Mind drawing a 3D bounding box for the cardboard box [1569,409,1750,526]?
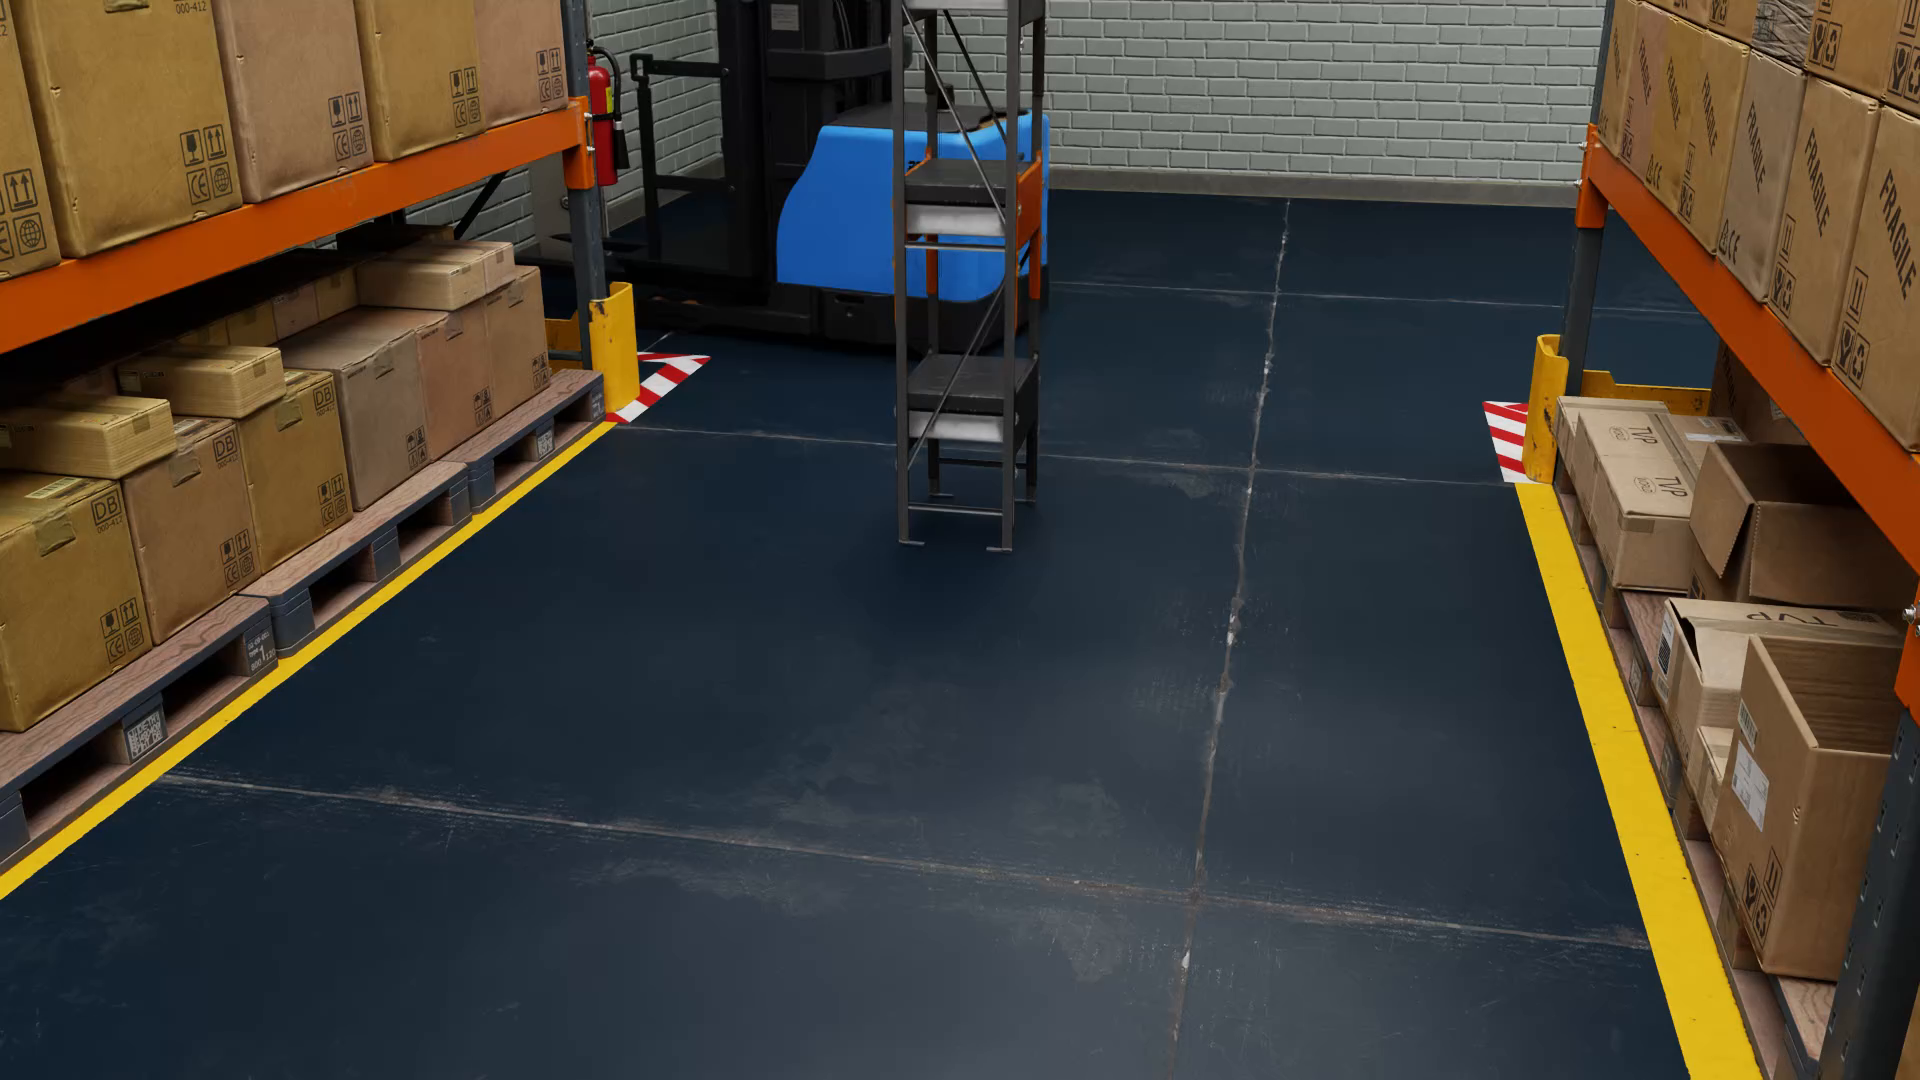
[{"bbox_3d":[2.322,-0.226,5.491,0.500,0.250,0.500,4,22,11],"label":"cardboard box"}]

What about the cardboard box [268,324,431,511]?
[{"bbox_3d":[-2.286,-0.438,5.711,0.700,0.500,0.500,4,22,9],"label":"cardboard box"}]

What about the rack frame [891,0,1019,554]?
[{"bbox_3d":[-0.016,-0.945,5.390,0.400,2.100,0.015,4,22,11],"label":"rack frame"}]

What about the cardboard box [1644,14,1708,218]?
[{"bbox_3d":[2.259,-1.189,4.658,0.500,0.500,0.500,4,22,11],"label":"cardboard box"}]

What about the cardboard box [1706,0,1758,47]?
[{"bbox_3d":[2.155,-1.465,4.005,0.500,0.500,0.500,4,22,10],"label":"cardboard box"}]

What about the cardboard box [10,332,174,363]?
[{"bbox_3d":[-2.613,-0.516,5.036,0.380,0.149,0.250,5,22,11],"label":"cardboard box"}]

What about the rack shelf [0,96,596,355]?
[{"bbox_3d":[-2.445,-0.969,5.207,1.077,0.370,4.000,4,22,11],"label":"rack shelf"}]

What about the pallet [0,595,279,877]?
[{"bbox_3d":[-2.622,0.450,4.453,1.003,0.211,1.213,4,22,11],"label":"pallet"}]

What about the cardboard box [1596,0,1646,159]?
[{"bbox_3d":[2.464,-1.562,5.582,0.500,0.500,0.500,5,22,12],"label":"cardboard box"}]

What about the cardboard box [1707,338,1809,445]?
[{"bbox_3d":[2.943,-0.484,5.798,0.500,0.500,0.500,4,22,11],"label":"cardboard box"}]

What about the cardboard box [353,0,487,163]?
[{"bbox_3d":[-2.269,-1.719,5.704,0.980,0.700,0.700,4,22,10],"label":"cardboard box"}]

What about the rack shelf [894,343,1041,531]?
[{"bbox_3d":[0.034,-0.373,5.878,0.431,0.518,0.480,4,22,11],"label":"rack shelf"}]

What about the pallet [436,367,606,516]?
[{"bbox_3d":[-2.124,-0.442,6.668,1.003,0.211,1.213,4,22,11],"label":"pallet"}]

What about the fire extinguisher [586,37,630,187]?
[{"bbox_3d":[-1.555,-1.845,7.022,0.296,0.674,0.183,4,22,11],"label":"fire extinguisher"}]

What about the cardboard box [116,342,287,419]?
[{"bbox_3d":[-2.246,-0.475,4.933,0.380,0.149,0.250,4,22,9],"label":"cardboard box"}]

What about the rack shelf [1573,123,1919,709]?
[{"bbox_3d":[2.405,-0.592,4.272,1.077,0.370,4.000,4,22,11],"label":"rack shelf"}]

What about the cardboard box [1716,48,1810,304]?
[{"bbox_3d":[2.054,-0.820,3.741,0.500,0.500,0.500,5,22,12],"label":"cardboard box"}]

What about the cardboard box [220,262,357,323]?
[{"bbox_3d":[-2.407,-0.891,5.965,0.380,0.149,0.250,5,22,11],"label":"cardboard box"}]

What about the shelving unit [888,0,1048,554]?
[{"bbox_3d":[0.034,-1.035,5.612,0.431,2.100,0.503,4,22,11],"label":"shelving unit"}]

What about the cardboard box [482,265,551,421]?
[{"bbox_3d":[-2.082,-0.805,6.622,0.700,0.500,0.500,4,22,11],"label":"cardboard box"}]

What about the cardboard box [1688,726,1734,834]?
[{"bbox_3d":[1.853,0.552,3.695,0.380,0.149,0.250,4,22,11],"label":"cardboard box"}]

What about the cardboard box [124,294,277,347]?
[{"bbox_3d":[-2.509,-0.704,5.501,0.380,0.149,0.250,5,22,11],"label":"cardboard box"}]

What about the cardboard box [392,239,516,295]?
[{"bbox_3d":[-1.930,-1.046,6.350,0.380,0.149,0.250,4,22,10],"label":"cardboard box"}]

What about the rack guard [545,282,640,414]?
[{"bbox_3d":[-2.032,-0.883,7.377,1.175,0.500,0.348,4,22,11],"label":"rack guard"}]

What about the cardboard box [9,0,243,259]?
[{"bbox_3d":[-2.572,-1.174,4.351,0.980,0.700,0.700,4,22,10],"label":"cardboard box"}]

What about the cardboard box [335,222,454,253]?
[{"bbox_3d":[-2.252,-1.167,6.652,0.380,0.149,0.250,5,22,11],"label":"cardboard box"}]

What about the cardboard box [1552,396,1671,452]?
[{"bbox_3d":[2.391,-0.412,6.089,0.380,0.149,0.250,4,22,11],"label":"cardboard box"}]

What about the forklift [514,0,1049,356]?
[{"bbox_3d":[-1.100,-2.581,8.338,3.031,2.935,1.130,10,24,22],"label":"forklift"}]

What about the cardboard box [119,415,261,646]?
[{"bbox_3d":[-2.495,-0.055,4.760,0.700,0.500,0.500,4,22,10],"label":"cardboard box"}]

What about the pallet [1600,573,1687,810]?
[{"bbox_3d":[2.385,0.400,4.577,1.003,0.211,1.213,4,22,11],"label":"pallet"}]

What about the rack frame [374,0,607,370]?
[{"bbox_3d":[-2.037,-2.034,6.888,1.000,3.000,0.127,4,22,11],"label":"rack frame"}]

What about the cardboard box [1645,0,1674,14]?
[{"bbox_3d":[2.365,-1.834,4.919,0.500,0.500,0.500,5,22,11],"label":"cardboard box"}]

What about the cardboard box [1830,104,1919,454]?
[{"bbox_3d":[1.848,-0.443,2.806,0.500,0.500,0.500,5,22,12],"label":"cardboard box"}]

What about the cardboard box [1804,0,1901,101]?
[{"bbox_3d":[1.948,-1.097,3.090,0.500,0.500,0.500,4,22,10],"label":"cardboard box"}]

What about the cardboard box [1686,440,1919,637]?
[{"bbox_3d":[2.375,0.072,4.413,0.797,0.503,0.637,4,22,11],"label":"cardboard box"}]
